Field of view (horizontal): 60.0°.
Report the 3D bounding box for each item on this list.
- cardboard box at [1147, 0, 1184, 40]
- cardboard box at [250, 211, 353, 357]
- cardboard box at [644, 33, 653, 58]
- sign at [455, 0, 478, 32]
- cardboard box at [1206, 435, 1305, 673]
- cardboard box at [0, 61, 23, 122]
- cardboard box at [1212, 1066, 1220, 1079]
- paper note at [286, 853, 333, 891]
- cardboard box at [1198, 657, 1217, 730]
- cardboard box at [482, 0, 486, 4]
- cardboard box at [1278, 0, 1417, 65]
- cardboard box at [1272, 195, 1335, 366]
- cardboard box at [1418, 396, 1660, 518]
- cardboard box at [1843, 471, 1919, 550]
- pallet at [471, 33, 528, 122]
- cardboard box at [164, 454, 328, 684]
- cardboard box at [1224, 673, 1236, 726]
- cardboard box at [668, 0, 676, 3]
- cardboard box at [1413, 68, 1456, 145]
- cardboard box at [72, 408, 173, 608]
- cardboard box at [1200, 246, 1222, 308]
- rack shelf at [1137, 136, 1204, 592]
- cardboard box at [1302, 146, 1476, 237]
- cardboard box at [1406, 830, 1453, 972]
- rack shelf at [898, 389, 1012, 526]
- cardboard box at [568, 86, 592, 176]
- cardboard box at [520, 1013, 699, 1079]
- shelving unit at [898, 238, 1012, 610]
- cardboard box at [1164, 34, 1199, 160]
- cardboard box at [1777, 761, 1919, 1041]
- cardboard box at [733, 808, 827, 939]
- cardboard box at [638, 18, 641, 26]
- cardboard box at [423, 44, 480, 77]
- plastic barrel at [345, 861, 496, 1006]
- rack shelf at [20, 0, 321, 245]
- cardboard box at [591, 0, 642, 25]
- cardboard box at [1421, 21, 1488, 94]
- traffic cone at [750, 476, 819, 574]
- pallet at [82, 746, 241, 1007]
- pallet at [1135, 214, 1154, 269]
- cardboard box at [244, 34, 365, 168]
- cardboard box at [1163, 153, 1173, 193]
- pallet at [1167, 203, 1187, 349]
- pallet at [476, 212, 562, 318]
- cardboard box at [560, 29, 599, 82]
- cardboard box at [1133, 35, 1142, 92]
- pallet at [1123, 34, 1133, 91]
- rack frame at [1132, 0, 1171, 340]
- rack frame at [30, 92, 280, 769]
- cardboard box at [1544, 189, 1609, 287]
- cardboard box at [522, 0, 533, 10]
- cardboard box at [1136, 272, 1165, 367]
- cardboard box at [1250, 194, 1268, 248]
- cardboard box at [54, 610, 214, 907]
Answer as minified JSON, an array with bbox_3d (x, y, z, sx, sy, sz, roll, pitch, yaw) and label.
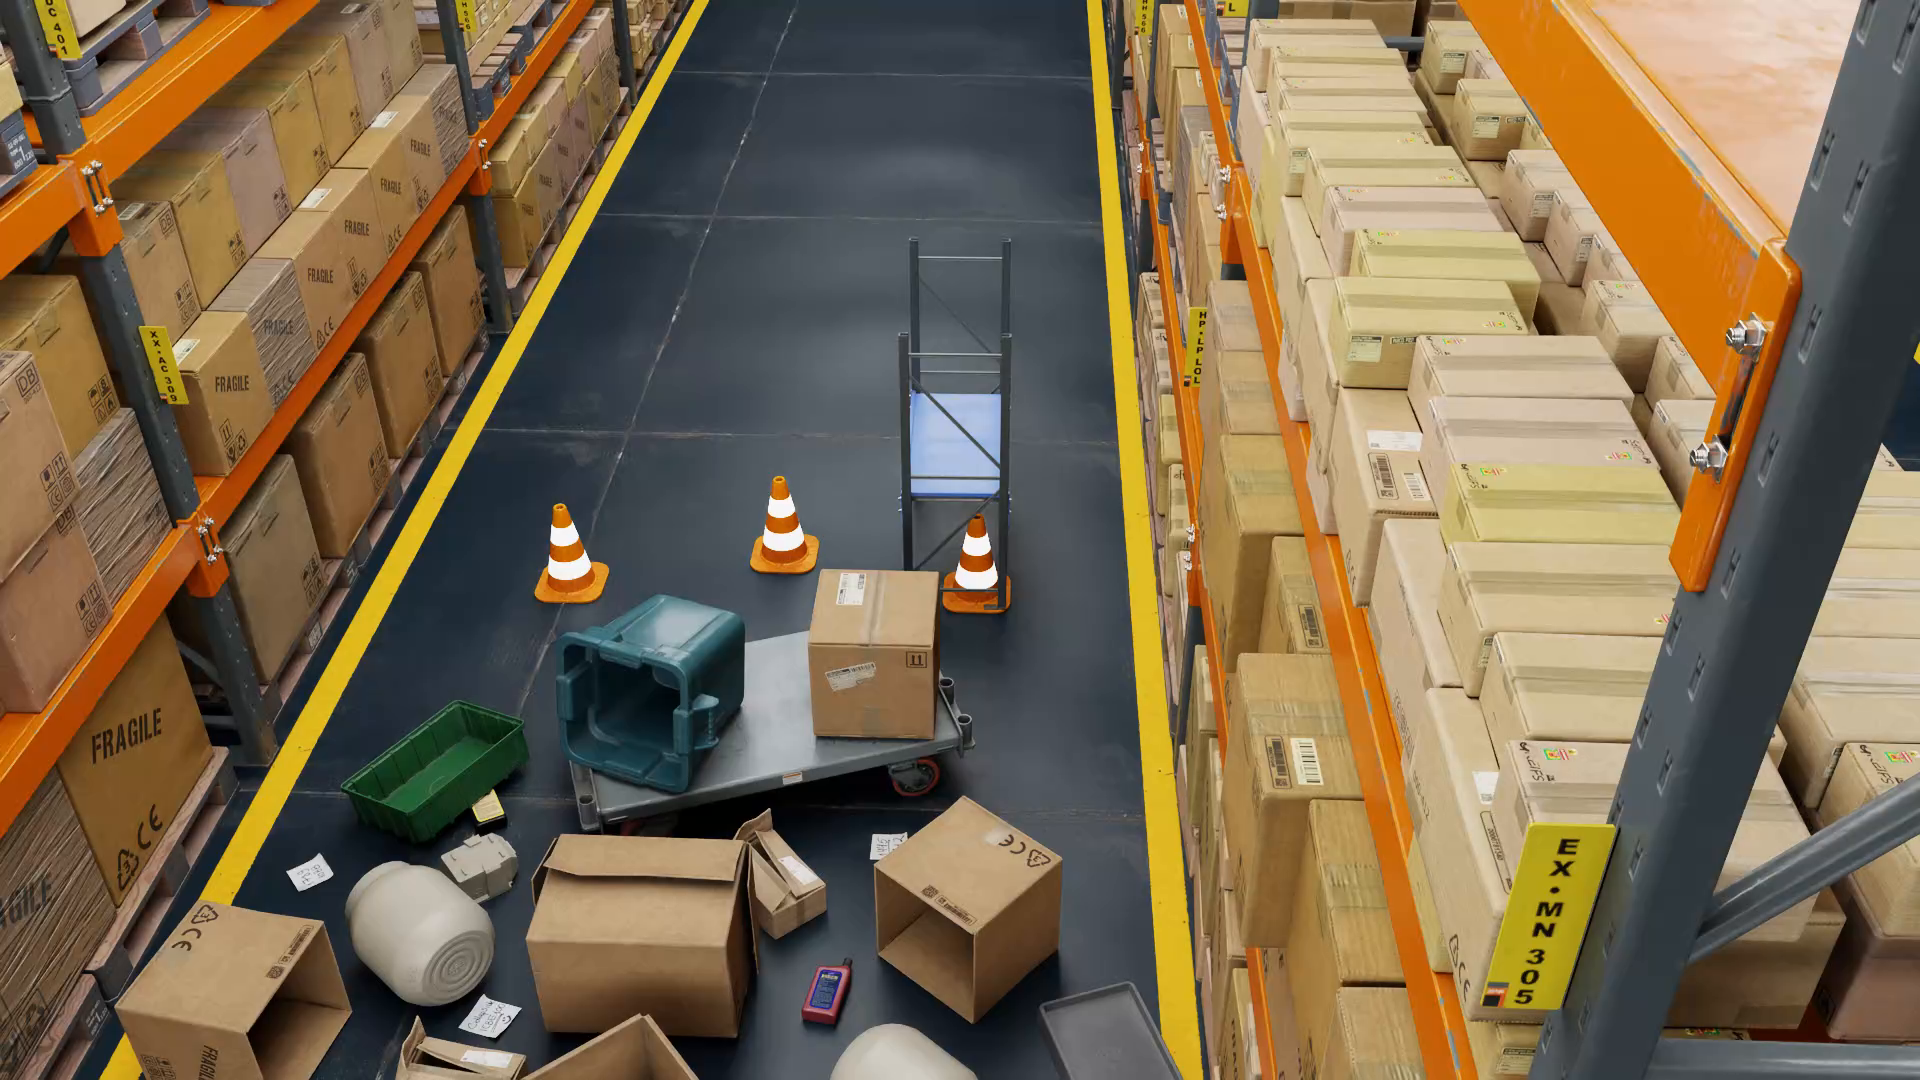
[{"bbox_3d":[1.354,-3.268,9.781,0.500,0.500,0.500,0,35,1],"label":"cardboard box"},{"bbox_3d":[-3.184,-1.188,7.690,0.500,0.500,0.500,1,35,2],"label":"cardboard box"},{"bbox_3d":[-2.849,-4.230,14.220,0.380,0.149,0.250,2,35,3],"label":"cardboard box"},{"bbox_3d":[-2.801,-3.034,9.398,0.100,0.325,0.005,1,35,2],"label":"sign"},{"bbox_3d":[1.110,0.040,4.815,0.700,0.500,0.500,1,35,1],"label":"cardboard box"},{"bbox_3d":[-3.212,-1.394,5.228,0.380,0.149,0.250,1,35,2],"label":"cardboard box"},{"bbox_3d":[1.081,1.965,5.317,0.500,0.250,0.500,0,35,0],"label":"cardboard box"},{"bbox_3d":[-2.639,1.348,6.750,0.147,0.020,0.142,-24,42,-30],"label":"paper note"},{"bbox_3d":[1.075,0.567,6.090,0.380,0.149,0.250,2,35,3],"label":"cardboard box"},{"bbox_3d":[-3.121,-3.440,10.318,0.380,0.149,0.250,1,35,2],"label":"cardboard box"},{"bbox_3d":[1.312,-1.894,5.938,0.500,0.250,0.500,1,35,1],"label":"cardboard box"},{"bbox_3d":[1.098,-0.674,4.309,0.500,0.250,0.500,2,35,2],"label":"cardboard box"},{"bbox_3d":[1.111,-0.150,3.217,0.380,0.149,0.250,1,35,2],"label":"cardboard box"},{"bbox_3d":[1.641,0.001,3.002,0.380,0.149,0.250,1,35,2],"label":"cardboard box"},{"bbox_3d":[-3.434,-2.905,10.387,1.213,0.211,1.003,1,35,2],"label":"pallet"},{"bbox_3d":[-3.582,0.116,7.513,1.050,0.750,0.750,1,35,2],"label":"cardboard box"},{"bbox_3d":[1.107,0.444,5.110,0.500,0.500,0.500,1,35,1],"label":"cardboard box"},{"bbox_3d":[-2.829,-5.119,15.485,0.380,0.149,0.250,2,35,3],"label":"cardboard box"},{"bbox_3d":[1.685,-1.244,5.120,0.500,0.250,0.500,1,35,1],"label":"cardboard box"},{"bbox_3d":[-3.519,-0.123,6.131,0.875,0.550,0.550,1,35,2],"label":"cardboard box"},{"bbox_3d":[1.223,-0.822,6.546,0.500,0.500,0.500,1,35,1],"label":"cardboard box"},{"bbox_3d":[1.514,-1.072,8.238,1.077,0.370,4.000,1,35,2],"label":"rack shelf"},{"bbox_3d":[1.097,-0.899,4.282,0.380,0.149,0.250,0,35,0],"label":"cardboard box"},{"bbox_3d":[0.985,0.601,2.841,0.380,0.149,0.250,2,35,2],"label":"cardboard box"},{"bbox_3d":[-0.012,-0.426,8.298,0.538,0.185,1.000,1,34,1],"label":"rack shelf"},{"bbox_3d":[-3.019,-2.998,12.162,0.500,0.500,0.500,1,35,1],"label":"cardboard box"},{"bbox_3d":[-1.186,2.035,5.363,0.797,0.503,0.637,-24,42,-30],"label":"cardboard box"},{"bbox_3d":[-0.011,-0.574,8.196,0.538,1.500,1.048,1,34,1],"label":"shelving unit"},{"bbox_3d":[1.331,-2.297,8.644,0.500,0.500,0.500,3,35,4],"label":"cardboard box"},{"bbox_3d":[1.559,0.511,2.623,0.500,0.250,0.500,1,35,1],"label":"cardboard box"},{"bbox_3d":[-0.744,1.320,6.587,0.258,0.266,0.396,-24,42,-30],"label":"cardboard box"},{"bbox_3d":[-2.967,-4.486,14.325,0.380,0.149,0.250,1,35,2],"label":"cardboard box"},{"bbox_3d":[-3.136,-2.893,10.057,0.380,0.149,0.250,1,35,1],"label":"cardboard box"},{"bbox_3d":[-2.029,1.468,6.239,0.512,0.421,0.421,28,44,33],"label":"plastic barrel"},{"bbox_3d":[-3.436,-2.355,7.455,1.077,0.370,4.000,1,35,2],"label":"rack shelf"},{"bbox_3d":[-2.904,-4.469,14.042,0.380,0.149,0.250,3,35,4],"label":"cardboard box"},{"bbox_3d":[1.639,-1.481,5.110,0.380,0.149,0.250,2,35,3],"label":"cardboard box"},{"bbox_3d":[-0.903,-0.114,8.455,0.336,0.463,0.334,1,35,2],"label":"traffic cone"},{"bbox_3d":[-3.625,1.303,6.659,1.003,0.211,1.213,1,35,2],"label":"pallet"},{"bbox_3d":[1.701,-1.826,11.110,1.003,0.211,1.213,1,35,2],"label":"pallet"},{"bbox_3d":[-3.421,-2.178,8.230,0.700,0.500,0.500,1,35,1],"label":"cardboard box"},{"bbox_3d":[1.262,-1.927,8.681,0.380,0.149,0.250,2,35,2],"label":"cardboard box"},{"bbox_3d":[1.556,-1.299,8.102,1.003,0.211,1.213,1,35,2],"label":"pallet"},{"bbox_3d":[-3.323,-1.880,11.187,1.003,0.211,1.213,1,35,2],"label":"pallet"},{"bbox_3d":[-3.007,-3.597,12.361,0.500,0.250,0.500,3,35,4],"label":"cardboard box"},{"bbox_3d":[1.360,-3.044,10.549,0.500,0.250,0.500,2,35,3],"label":"cardboard box"},{"bbox_3d":[1.864,-4.108,14.357,1.003,0.211,1.213,1,35,2],"label":"pallet"},{"bbox_3d":[1.594,-2.515,9.666,1.000,3.000,0.127,1,35,2],"label":"rack frame"},{"bbox_3d":[-3.517,-0.273,6.476,1.000,3.000,0.127,1,35,2],"label":"rack frame"},{"bbox_3d":[1.654,-0.734,4.047,0.380,0.149,0.250,2,35,2],"label":"cardboard box"},{"bbox_3d":[-3.085,-3.655,11.141,0.380,0.149,0.250,2,35,3],"label":"cardboard box"},{"bbox_3d":[1.561,-1.288,9.839,0.950,0.372,0.625,-1,35,-1],"label":"cardboard box"},{"bbox_3d":[1.107,-1.019,5.147,0.380,0.149,0.250,1,35,2],"label":"cardboard box"},{"bbox_3d":[-3.612,0.784,6.454,0.875,0.875,0.875,2,35,3],"label":"cardboard box"}]
